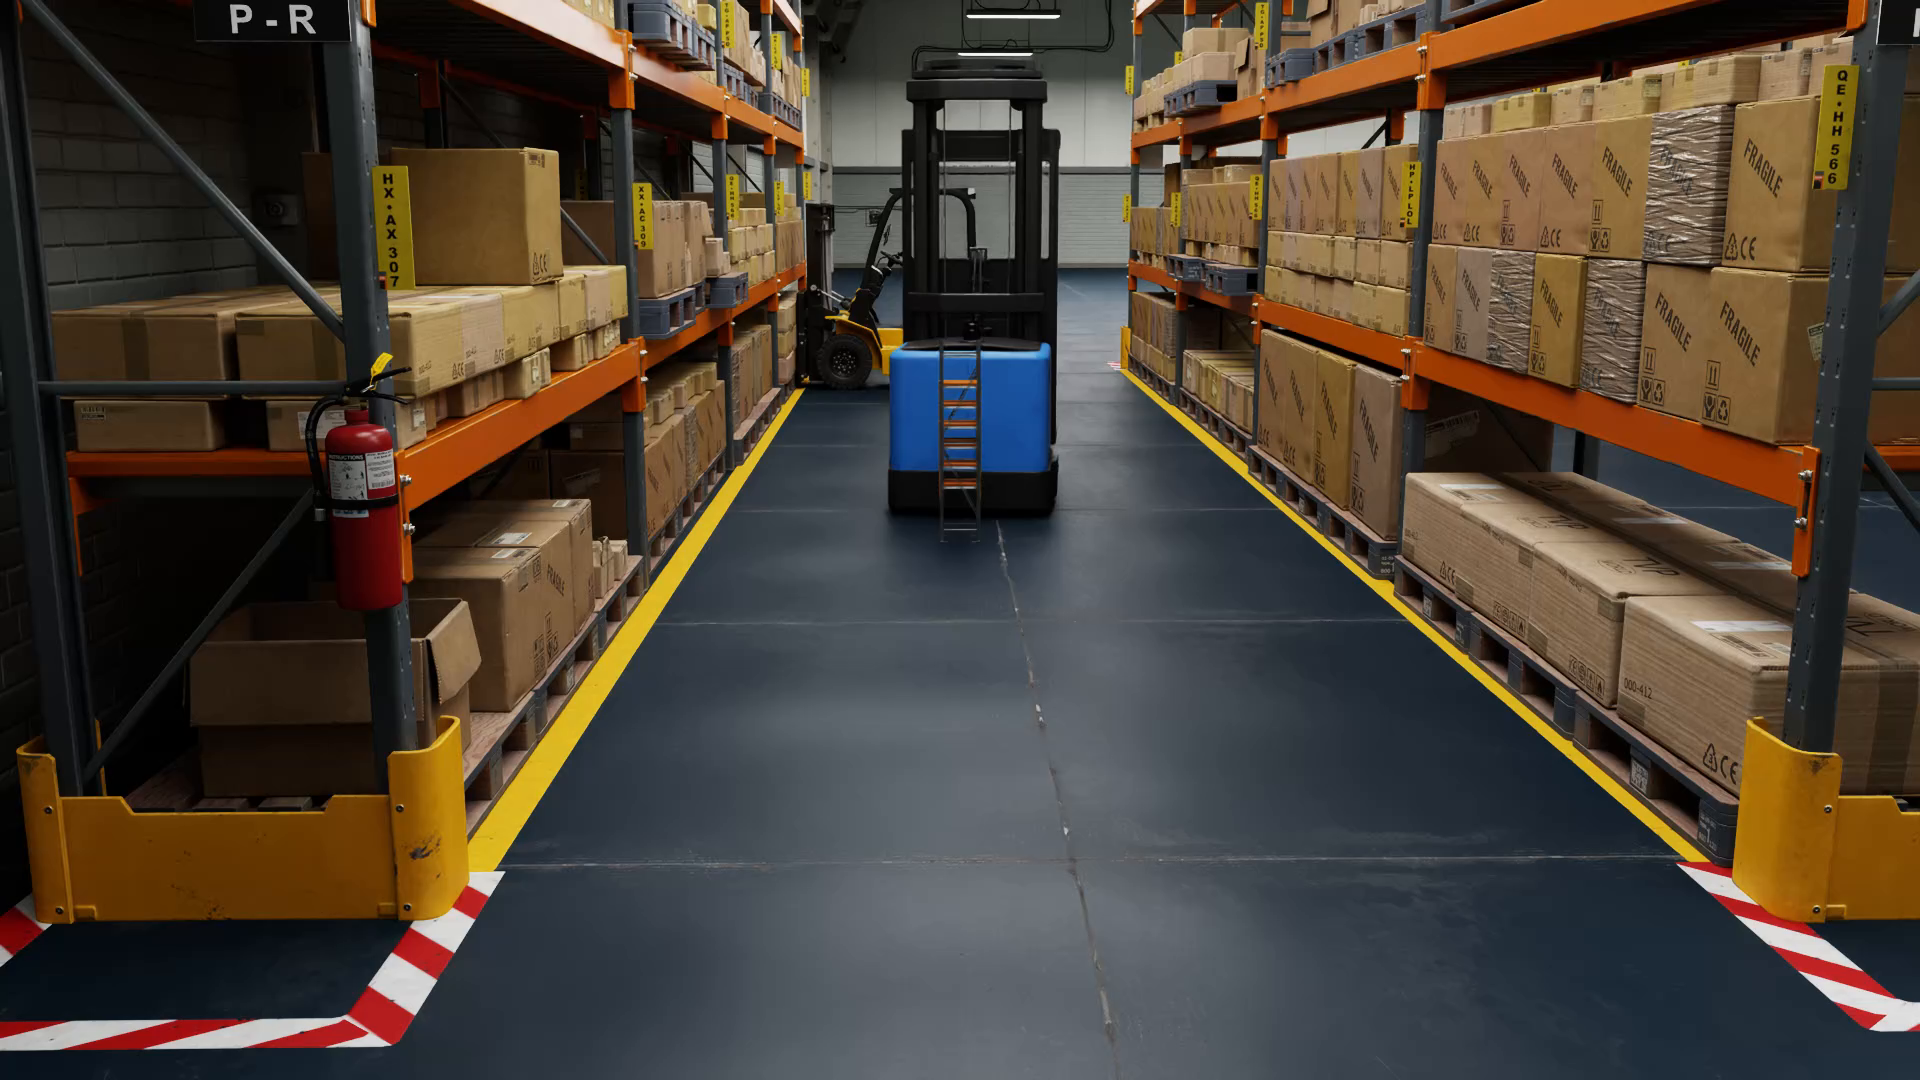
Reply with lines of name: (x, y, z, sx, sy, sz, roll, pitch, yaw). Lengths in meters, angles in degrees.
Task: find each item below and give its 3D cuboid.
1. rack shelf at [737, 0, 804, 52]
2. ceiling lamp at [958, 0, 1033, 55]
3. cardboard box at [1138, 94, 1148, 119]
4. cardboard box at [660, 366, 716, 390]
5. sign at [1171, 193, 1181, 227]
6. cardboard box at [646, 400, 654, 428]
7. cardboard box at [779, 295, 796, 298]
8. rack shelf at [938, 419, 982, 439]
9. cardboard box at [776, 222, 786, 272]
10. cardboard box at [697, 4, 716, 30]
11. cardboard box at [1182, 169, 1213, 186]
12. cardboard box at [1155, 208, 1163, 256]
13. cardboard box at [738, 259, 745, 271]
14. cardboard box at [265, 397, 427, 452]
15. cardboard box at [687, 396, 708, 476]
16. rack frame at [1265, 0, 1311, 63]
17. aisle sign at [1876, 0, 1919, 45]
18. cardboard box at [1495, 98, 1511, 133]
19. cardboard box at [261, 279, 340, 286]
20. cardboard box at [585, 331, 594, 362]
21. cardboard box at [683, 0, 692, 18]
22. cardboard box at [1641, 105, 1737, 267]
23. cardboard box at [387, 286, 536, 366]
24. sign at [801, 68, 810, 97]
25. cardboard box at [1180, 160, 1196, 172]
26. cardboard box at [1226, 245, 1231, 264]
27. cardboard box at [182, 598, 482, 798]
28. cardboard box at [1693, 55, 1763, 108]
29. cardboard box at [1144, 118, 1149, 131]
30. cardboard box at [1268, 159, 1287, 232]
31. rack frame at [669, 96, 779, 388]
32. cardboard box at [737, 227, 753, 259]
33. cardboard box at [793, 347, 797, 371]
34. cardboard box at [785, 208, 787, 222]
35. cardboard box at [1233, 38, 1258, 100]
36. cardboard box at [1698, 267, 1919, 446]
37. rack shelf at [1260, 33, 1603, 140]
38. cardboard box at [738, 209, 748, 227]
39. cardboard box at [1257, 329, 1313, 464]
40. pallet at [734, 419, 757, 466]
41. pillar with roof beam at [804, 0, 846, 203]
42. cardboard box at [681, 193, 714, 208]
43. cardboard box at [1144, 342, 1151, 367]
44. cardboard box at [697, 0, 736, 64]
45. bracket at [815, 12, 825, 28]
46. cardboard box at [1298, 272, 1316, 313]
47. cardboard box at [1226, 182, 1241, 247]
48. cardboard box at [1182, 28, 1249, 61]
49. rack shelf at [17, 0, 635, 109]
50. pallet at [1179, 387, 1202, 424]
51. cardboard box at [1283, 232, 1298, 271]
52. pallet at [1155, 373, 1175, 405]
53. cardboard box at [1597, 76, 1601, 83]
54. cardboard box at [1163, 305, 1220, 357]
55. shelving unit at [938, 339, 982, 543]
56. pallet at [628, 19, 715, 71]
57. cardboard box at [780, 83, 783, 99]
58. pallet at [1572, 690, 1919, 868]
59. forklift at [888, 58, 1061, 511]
rack shelf: (-2.346, -5.580, 17.744, 1.077, 0.370, 4.000, 0, 11, -1)
ceiling lamp: (0.934, -14.459, 44.016, 2.000, 3.185, 0.800, 0, 11, -1)
cardboard box: (2.320, -4.948, 18.988, 0.500, 0.250, 0.500, 0, 11, -2)
cardboard box: (-1.922, -1.143, 11.747, 0.380, 0.149, 0.250, -1, 11, -4)
sign: (2.115, -3.232, 16.269, 0.100, 0.325, 0.005, 0, 11, -1)
cardboard box: (-2.000, -0.731, 9.719, 0.380, 0.149, 0.250, 0, 11, -2)
cardboard box: (-2.030, -2.642, 18.881, 0.500, 0.250, 0.500, 0, 11, 0)
rack shelf: (0.000, -0.665, 9.939, 0.258, 0.103, 0.180, 0, 11, -1)
cardboard box: (-2.081, -3.032, 17.209, 0.500, 0.500, 0.500, 0, 11, 0)
cardboard box: (-1.919, -3.666, 11.666, 0.380, 0.149, 0.250, 0, 11, 1)
cardboard box: (2.314, -3.435, 15.760, 0.380, 0.149, 0.250, 0, 11, -1)
cardboard box: (2.367, -3.299, 17.777, 0.500, 0.500, 0.500, 0, 11, 0)
cardboard box: (-1.993, -2.111, 13.297, 0.500, 0.250, 0.500, 0, 11, -2)
cardboard box: (-1.790, -0.348, 4.864, 0.380, 0.149, 0.250, 0, 11, -2)
cardboard box: (-1.985, -0.689, 11.143, 0.500, 0.500, 0.500, 0, 11, 1)
rack frame: (2.740, -4.957, 11.858, 1.000, 3.000, 0.127, 0, 11, -1)
aisle sign: (2.597, -1.685, 4.280, 0.394, 0.787, 0.004, 0, 11, -1)
cardboard box: (2.583, -1.863, 7.301, 0.380, 0.149, 0.250, 0, 11, -2)
cardboard box: (-2.357, -0.873, 6.445, 0.500, 0.250, 0.500, 0, 11, -1)
cardboard box: (-1.846, -0.859, 7.382, 0.380, 0.149, 0.250, 0, 11, 0)
cardboard box: (-1.768, -3.116, 9.656, 0.380, 0.149, 0.250, 0, 11, 0)
cardboard box: (2.617, -1.164, 5.485, 0.500, 0.500, 0.500, 0, 11, -1)
cardboard box: (-1.821, -0.770, 5.937, 0.500, 0.250, 0.500, 0, 11, -2)
sign: (-1.845, -5.450, 19.807, 0.100, 0.325, 0.005, 0, 11, -1)
cardboard box: (2.792, -3.890, 18.172, 0.700, 0.500, 0.500, 0, 11, -2)
cardboard box: (2.373, -2.316, 13.508, 0.380, 0.149, 0.250, -1, 11, -4)
cardboard box: (-1.975, 0.491, 5.319, 0.797, 0.503, 0.637, -1, 11, -3)
cardboard box: (2.579, -1.455, 5.289, 0.380, 0.149, 0.250, 0, 11, -2)
cardboard box: (2.323, -4.782, 19.172, 0.380, 0.149, 0.250, 0, 11, 0)
cardboard box: (2.506, -2.456, 11.856, 0.500, 0.500, 0.500, -1, 11, -3)
rack frame: (-2.305, -2.790, 16.269, 1.000, 3.000, 0.127, 0, 11, -1)
cardboard box: (-1.989, -2.460, 13.759, 0.500, 0.250, 0.500, -1, 11, -3)
cardboard box: (-2.036, -1.949, 17.982, 0.500, 0.250, 0.500, 0, 11, 0)
cardboard box: (-2.024, -3.426, 17.521, 0.380, 0.149, 0.250, 0, 11, -2)
cardboard box: (2.680, -3.840, 13.639, 0.797, 0.503, 0.637, 0, 11, -1)
cardboard box: (2.631, -0.570, 5.073, 0.500, 0.500, 0.500, 0, 11, -1)
rack shelf: (2.781, -2.736, 10.268, 1.077, 0.370, 4.000, 0, 11, -1)
cardboard box: (-1.972, -2.683, 13.858, 0.380, 0.149, 0.250, 0, 11, 0)
cardboard box: (2.671, -1.043, 11.945, 0.875, 0.875, 0.875, 0, 11, -2)
pallet: (-2.200, -0.793, 13.435, 1.003, 0.211, 1.213, 0, 11, -1)
pillar with roof beam: (0.534, -11.172, 42.495, 9.100, 9.000, 0.548, 0, 11, -1)
cardboard box: (-2.614, -3.365, 16.472, 0.380, 0.149, 0.250, 0, 11, -1)
cardboard box: (2.342, -2.094, 18.694, 0.500, 0.250, 0.500, 1, 11, 3)
cardboard box: (-1.994, -3.914, 12.705, 0.500, 0.500, 0.500, 0, 11, -1)
bracket: (-3.354, -12.325, 39.125, 0.076, 0.066, 4.783, 0, 11, -1)
cardboard box: (2.532, -1.638, 10.967, 0.500, 0.250, 0.500, 0, 11, 1)
cardboard box: (2.431, -2.609, 13.319, 0.500, 0.500, 0.500, 0, 11, -2)
cardboard box: (2.289, -4.442, 14.930, 0.500, 0.250, 0.500, 0, 11, -2)
rack shelf: (-2.098, -1.920, 6.244, 1.077, 0.370, 4.000, 0, 11, -1)
pallet: (2.675, -1.290, 15.888, 1.003, 0.211, 1.213, 0, 11, -1)
cardboard box: (2.513, -1.983, 11.411, 0.500, 0.250, 0.500, 0, 11, 0)
pallet: (2.608, -1.578, 17.308, 1.003, 0.211, 1.213, 0, 11, -1)
cardboard box: (7.307, -5.046, 18.166, 0.500, 0.250, 0.500, 0, 11, -1)
cardboard box: (2.377, -2.154, 17.105, 0.500, 0.500, 0.500, 0, 11, -2)
shelving unit: (0.000, -0.591, 9.954, 0.258, 1.200, 0.189, 0, 11, -1)
pallet: (-2.108, -2.914, 9.808, 1.213, 0.211, 1.003, 0, 11, -1)
cardboard box: (-2.027, -4.635, 17.143, 0.380, 0.149, 0.250, 0, 11, 1)
pallet: (2.811, 0.782, 5.675, 1.003, 0.211, 1.213, 0, 11, -1)
forklift: (0.159, -1.869, 11.900, 1.130, 2.935, 3.031, 1, 11, 4)
